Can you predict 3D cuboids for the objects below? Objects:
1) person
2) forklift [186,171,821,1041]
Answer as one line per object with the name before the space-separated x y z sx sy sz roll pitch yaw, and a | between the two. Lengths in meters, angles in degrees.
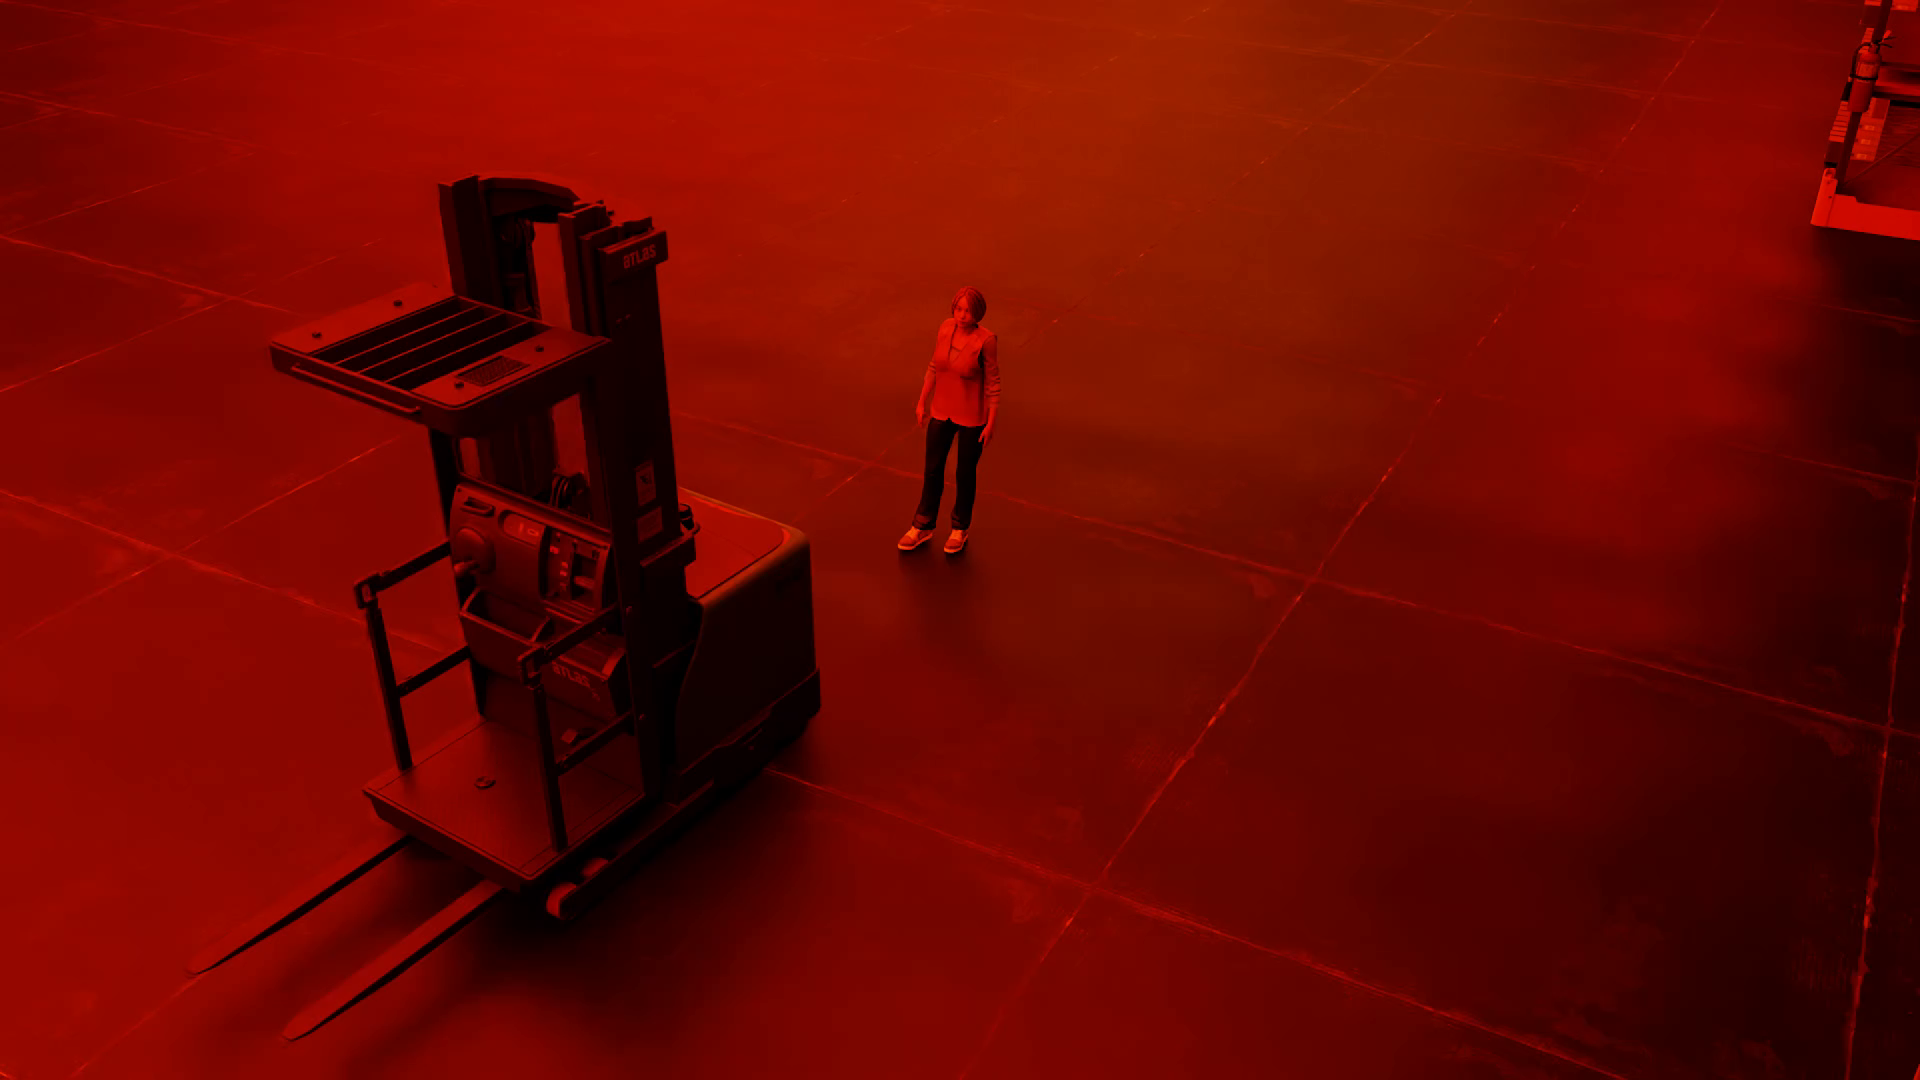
person | -0.049 -0.669 9.549 0.520 1.599 0.473 15 33 25
forklift | -1.948 0.096 6.904 1.130 2.935 3.031 19 35 29
